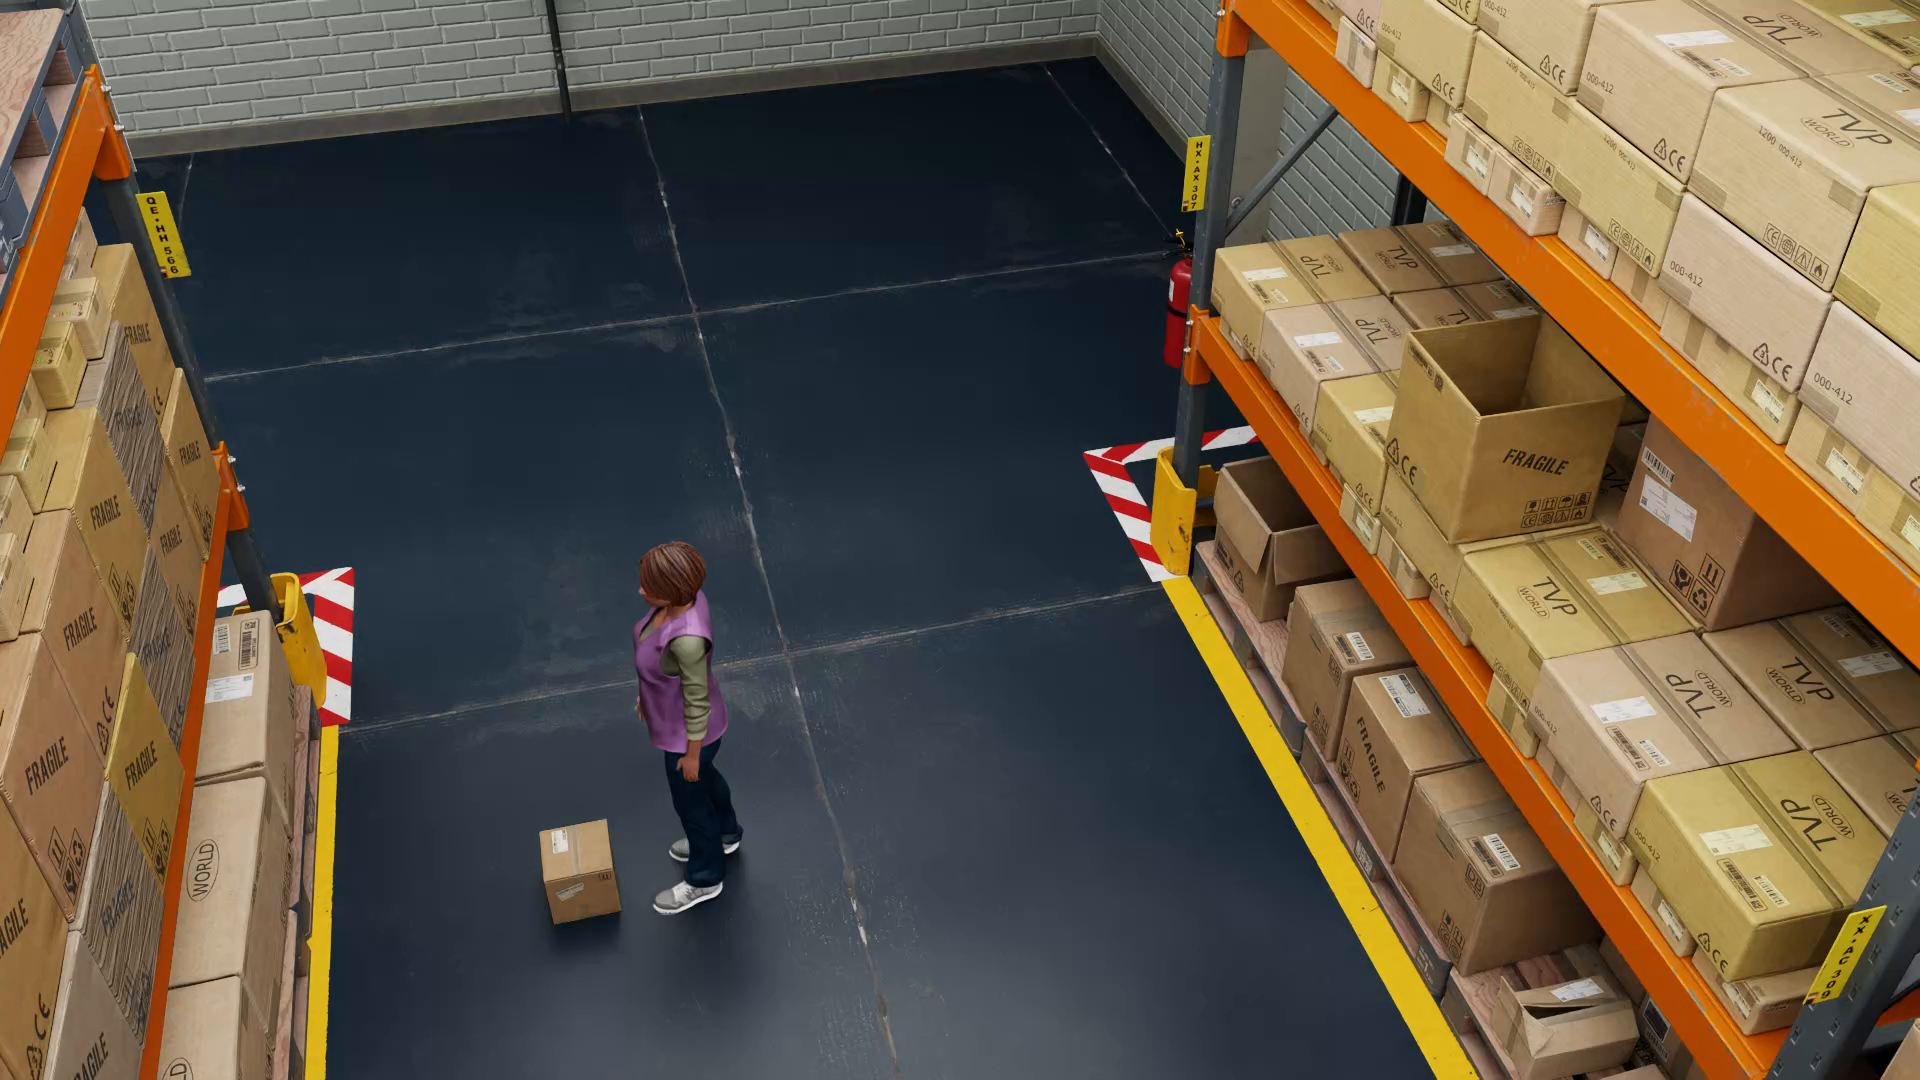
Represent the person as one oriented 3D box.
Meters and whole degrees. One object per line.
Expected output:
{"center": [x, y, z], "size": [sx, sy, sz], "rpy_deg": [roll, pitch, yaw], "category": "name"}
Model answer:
{"center": [-1.002, 0.660, 5.898], "size": [0.379, 1.613, 0.432], "rpy_deg": [-9, 40, -11], "category": "person"}
